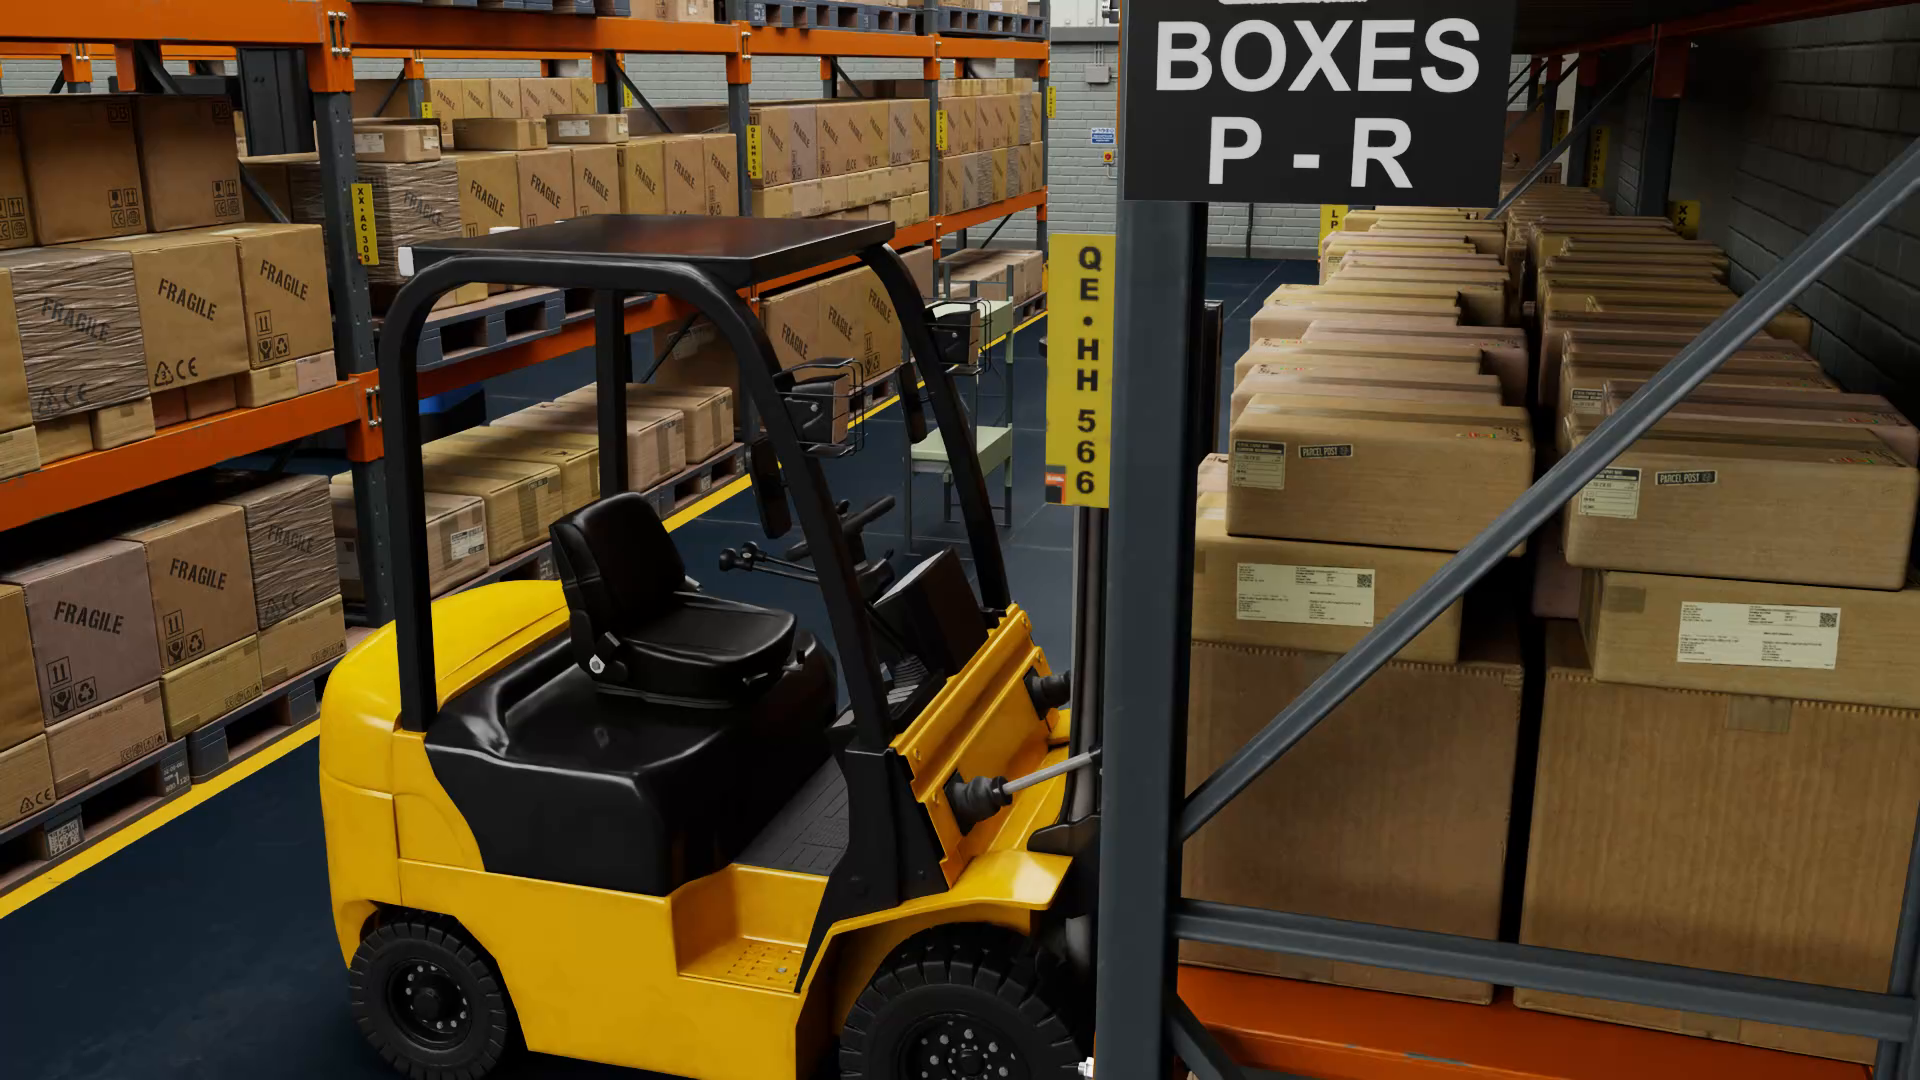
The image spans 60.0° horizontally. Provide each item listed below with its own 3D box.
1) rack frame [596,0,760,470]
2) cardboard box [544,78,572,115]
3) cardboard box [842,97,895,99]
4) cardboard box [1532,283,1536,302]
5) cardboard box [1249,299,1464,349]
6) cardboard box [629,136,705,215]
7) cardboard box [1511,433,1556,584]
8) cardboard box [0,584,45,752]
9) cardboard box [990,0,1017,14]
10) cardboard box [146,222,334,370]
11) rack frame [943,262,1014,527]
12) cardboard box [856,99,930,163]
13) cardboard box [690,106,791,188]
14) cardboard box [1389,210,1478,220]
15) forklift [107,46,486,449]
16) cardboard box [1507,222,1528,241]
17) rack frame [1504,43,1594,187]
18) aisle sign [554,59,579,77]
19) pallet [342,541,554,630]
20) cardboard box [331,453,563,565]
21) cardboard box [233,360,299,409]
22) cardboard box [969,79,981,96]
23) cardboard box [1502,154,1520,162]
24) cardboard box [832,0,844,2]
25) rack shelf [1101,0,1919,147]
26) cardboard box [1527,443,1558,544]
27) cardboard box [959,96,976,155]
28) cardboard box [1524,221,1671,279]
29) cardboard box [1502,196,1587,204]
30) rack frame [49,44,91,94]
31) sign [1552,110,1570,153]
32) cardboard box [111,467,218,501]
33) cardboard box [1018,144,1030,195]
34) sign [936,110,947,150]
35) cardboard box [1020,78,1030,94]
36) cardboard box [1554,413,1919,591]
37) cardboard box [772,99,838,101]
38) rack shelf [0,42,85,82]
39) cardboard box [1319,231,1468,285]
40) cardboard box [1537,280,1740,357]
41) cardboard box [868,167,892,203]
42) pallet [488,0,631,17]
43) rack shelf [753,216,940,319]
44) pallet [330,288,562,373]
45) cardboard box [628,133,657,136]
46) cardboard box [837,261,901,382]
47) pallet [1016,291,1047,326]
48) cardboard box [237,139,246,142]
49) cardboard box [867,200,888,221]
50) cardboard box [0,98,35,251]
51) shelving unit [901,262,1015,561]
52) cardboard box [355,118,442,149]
[{"bbox_3d":[-1.818,-1.958,10.736,1.000,3.000,0.127,5,16,16],"label":"rack frame"},{"bbox_3d":[-4.494,-4.672,17.745,0.500,0.500,0.500,6,17,19],"label":"cardboard box"},{"bbox_3d":[-0.812,-3.679,14.786,0.500,0.500,0.500,4,16,15],"label":"cardboard box"},{"bbox_3d":[1.923,-0.716,4.983,0.380,0.149,0.250,4,16,14],"label":"cardboard box"},{"bbox_3d":[0.767,-0.368,3.213,0.380,0.149,0.250,5,17,17],"label":"cardboard box"},{"bbox_3d":[-1.817,-2.075,9.649,0.500,0.500,0.500,4,16,15],"label":"cardboard box"},{"bbox_3d":[1.341,0.093,3.322,0.500,0.500,0.500,4,16,15],"label":"cardboard box"},{"bbox_3d":[-3.296,0.431,5.207,0.500,0.500,0.500,5,17,17],"label":"cardboard box"},{"bbox_3d":[0.372,-5.383,16.821,0.380,0.149,0.250,3,16,12],"label":"cardboard box"},{"bbox_3d":[-2.842,-0.967,6.514,0.500,0.500,0.500,4,16,14],"label":"cardboard box"},{"bbox_3d":[0.102,-0.816,9.456,0.400,1.500,0.023,5,16,16],"label":"rack frame"},{"bbox_3d":[-0.567,-3.397,13.794,0.500,0.500,0.500,5,17,18],"label":"cardboard box"},{"bbox_3d":[-1.443,-2.597,10.974,0.500,0.500,0.500,4,16,14],"label":"cardboard box"},{"bbox_3d":[2.024,-1.331,7.153,0.380,0.149,0.250,5,17,16],"label":"cardboard box"},{"bbox_3d":[-4.989,-2.111,11.399,3.031,2.935,1.130,0,16,1],"label":"forklift"},{"bbox_3d":[2.362,-1.163,6.561,0.380,0.149,0.250,4,16,15],"label":"cardboard box"},{"bbox_3d":[2.942,-1.574,9.382,1.000,3.000,0.127,5,16,16],"label":"rack frame"},{"bbox_3d":[-4.586,-5.702,19.170,0.394,0.787,0.004,5,16,16],"label":"aisle sign"},{"bbox_3d":[-2.735,0.226,8.145,1.003,0.211,1.213,5,16,16],"label":"pallet"},{"bbox_3d":[-2.607,-0.175,8.496,0.950,0.372,0.625,6,17,19],"label":"cardboard box"},{"bbox_3d":[-2.818,-0.617,6.469,0.380,0.149,0.250,5,17,17],"label":"cardboard box"},{"bbox_3d":[-0.020,-4.174,15.345,0.380,0.149,0.250,4,16,14],"label":"cardboard box"},{"bbox_3d":[3.229,-2.267,10.867,0.797,0.503,0.637,4,16,15],"label":"cardboard box"},{"bbox_3d":[-1.075,-4.031,12.205,0.380,0.166,0.250,6,17,21],"label":"cardboard box"},{"bbox_3d":[1.237,-1.101,3.537,1.077,0.370,4.000,5,16,16],"label":"rack shelf"},{"bbox_3d":[1.101,-0.045,2.620,0.380,0.149,0.250,4,16,15],"label":"cardboard box"},{"bbox_3d":[-0.164,-3.771,15.112,0.500,0.500,0.500,4,16,15],"label":"cardboard box"},{"bbox_3d":[1.893,-0.862,4.953,0.380,0.149,0.250,4,16,14],"label":"cardboard box"},{"bbox_3d":[2.793,-1.561,7.965,0.380,0.149,0.250,5,16,16],"label":"cardboard box"},{"bbox_3d":[-6.593,-2.315,11.996,1.000,3.000,0.127,5,16,16],"label":"rack frame"},{"bbox_3d":[4.612,-3.136,12.765,0.100,0.325,0.005,5,16,16],"label":"sign"},{"bbox_3d":[-3.381,-0.018,6.791,0.500,0.500,0.500,5,17,19],"label":"cardboard box"},{"bbox_3d":[0.415,-3.822,17.125,0.500,0.500,0.500,4,16,15],"label":"cardboard box"},{"bbox_3d":[-0.158,-3.484,14.139,0.100,0.325,0.005,5,16,16],"label":"sign"},{"bbox_3d":[0.504,-4.641,16.989,0.380,0.149,0.250,4,16,15],"label":"cardboard box"},{"bbox_3d":[0.969,-0.056,2.112,0.380,0.149,0.250,4,16,15],"label":"cardboard box"},{"bbox_3d":[-1.200,-3.306,13.471,0.500,0.500,0.500,5,16,16],"label":"cardboard box"},{"bbox_3d":[-7.161,-2.889,9.840,1.077,0.370,4.000,5,16,16],"label":"rack shelf"},{"bbox_3d":[1.207,-0.768,4.624,0.380,0.149,0.250,5,17,17],"label":"cardboard box"},{"bbox_3d":[1.436,-0.458,3.531,0.380,0.149,0.250,5,17,16],"label":"cardboard box"},{"bbox_3d":[-0.850,-2.771,12.962,0.500,0.250,0.500,5,17,17],"label":"cardboard box"},{"bbox_3d":[-2.385,-2.689,8.160,1.213,0.211,1.003,5,16,16],"label":"pallet"},{"bbox_3d":[-1.250,-2.135,12.679,1.077,0.370,4.000,5,16,16],"label":"rack shelf"},{"bbox_3d":[-2.598,-1.008,7.738,1.003,0.211,1.213,5,16,16],"label":"pallet"},{"bbox_3d":[-2.168,-2.252,10.272,0.500,0.500,0.500,4,16,14],"label":"cardboard box"},{"bbox_3d":[-1.030,-1.779,13.229,0.875,0.875,0.875,5,17,17],"label":"cardboard box"},{"bbox_3d":[0.303,-2.494,17.736,1.003,0.211,1.213,5,16,16],"label":"pallet"},{"bbox_3d":[-6.303,-3.390,14.383,0.380,0.149,0.250,4,16,15],"label":"cardboard box"},{"bbox_3d":[-0.874,-2.532,13.033,0.500,0.250,0.500,4,16,14],"label":"cardboard box"},{"bbox_3d":[-3.622,-1.224,5.588,0.700,0.500,0.500,4,16,15],"label":"cardboard box"},{"bbox_3d":[-0.002,-0.720,9.119,0.431,1.500,0.755,5,16,16],"label":"shelving unit"},{"bbox_3d":[-2.801,-2.010,8.232,0.380,0.149,0.250,4,16,13],"label":"cardboard box"}]
